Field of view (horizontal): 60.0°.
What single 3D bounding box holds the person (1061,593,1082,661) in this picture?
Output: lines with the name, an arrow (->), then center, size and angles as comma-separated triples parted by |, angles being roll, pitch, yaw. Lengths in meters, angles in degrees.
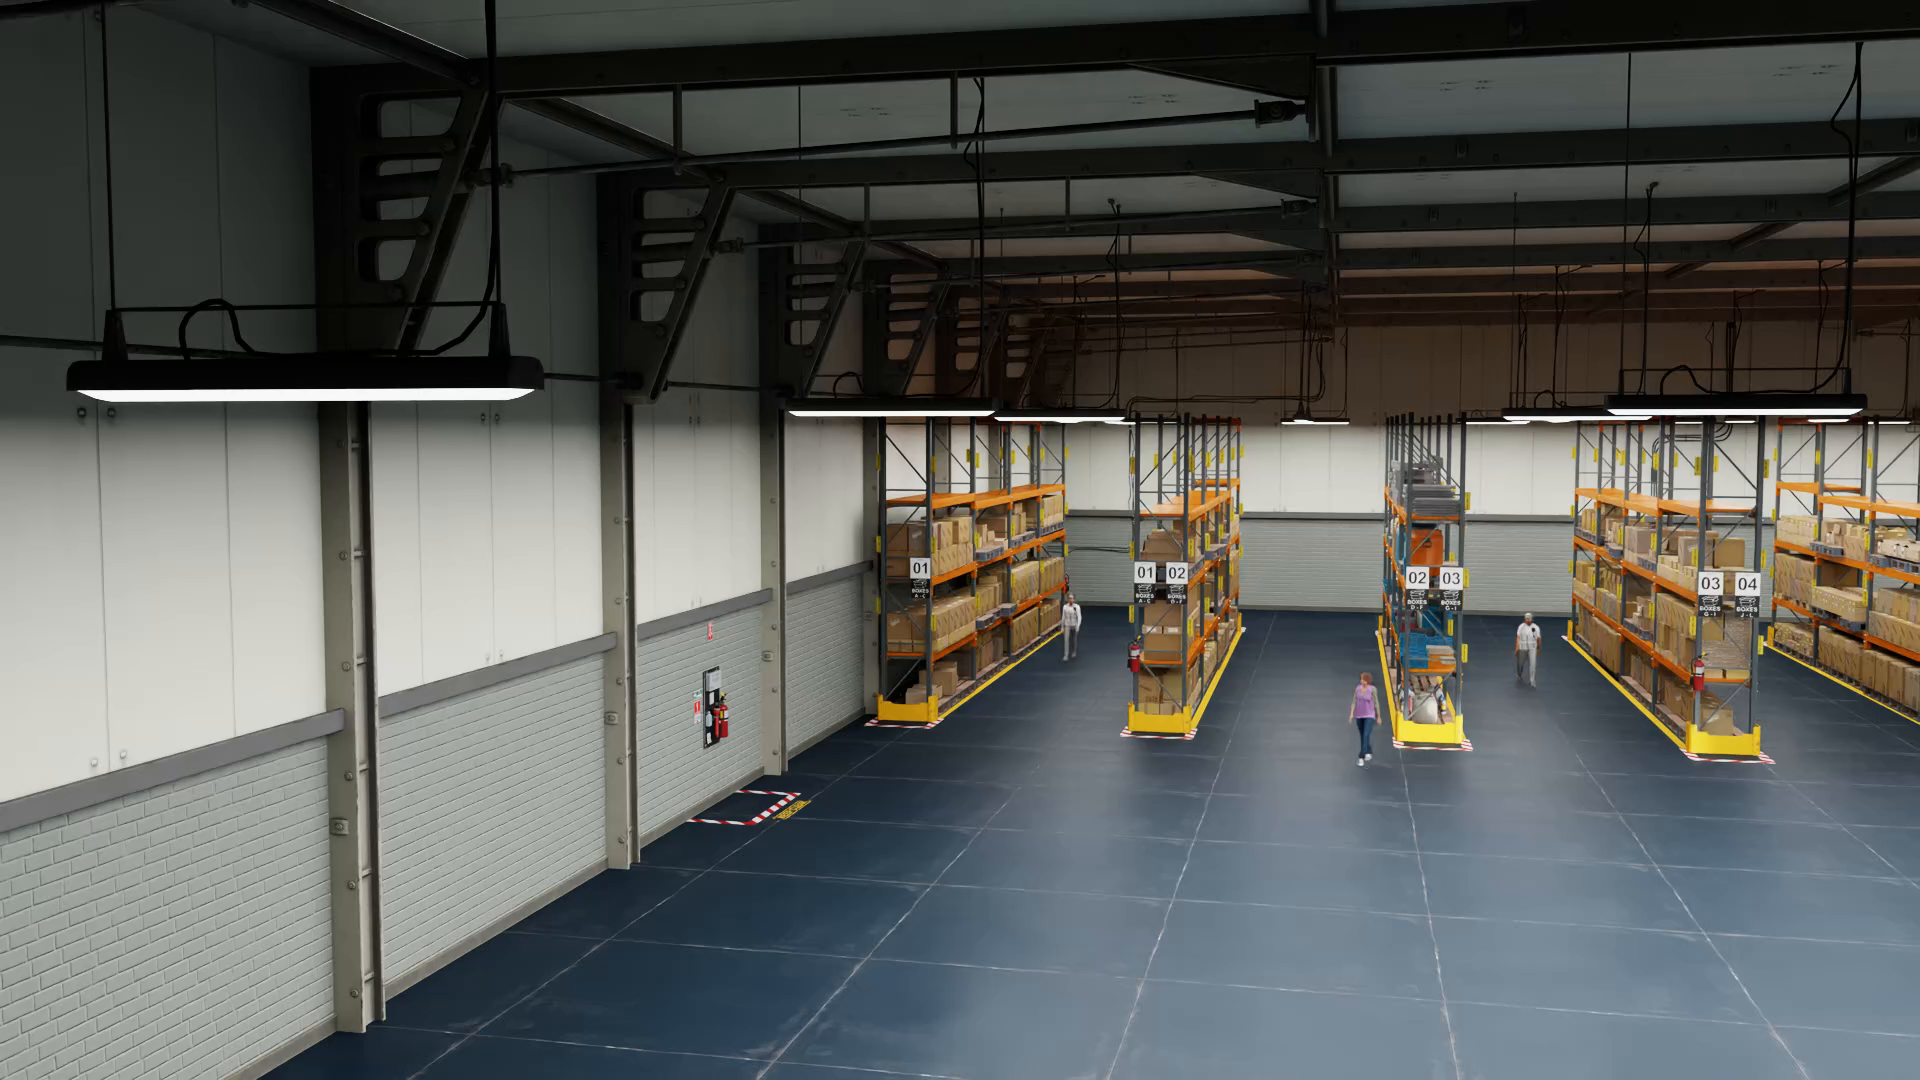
person -> 2.740, 2.114, 40.876 | 0.504, 1.624, 1.022 | 0, 4, 4

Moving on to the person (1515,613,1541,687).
person -> 12.592, 2.405, 36.889 | 0.545, 1.603, 1.043 | 1, 4, 12

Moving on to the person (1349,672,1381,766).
person -> 6.842, 3.018, 28.251 | 0.454, 1.556, 0.892 | 4, 5, 43
